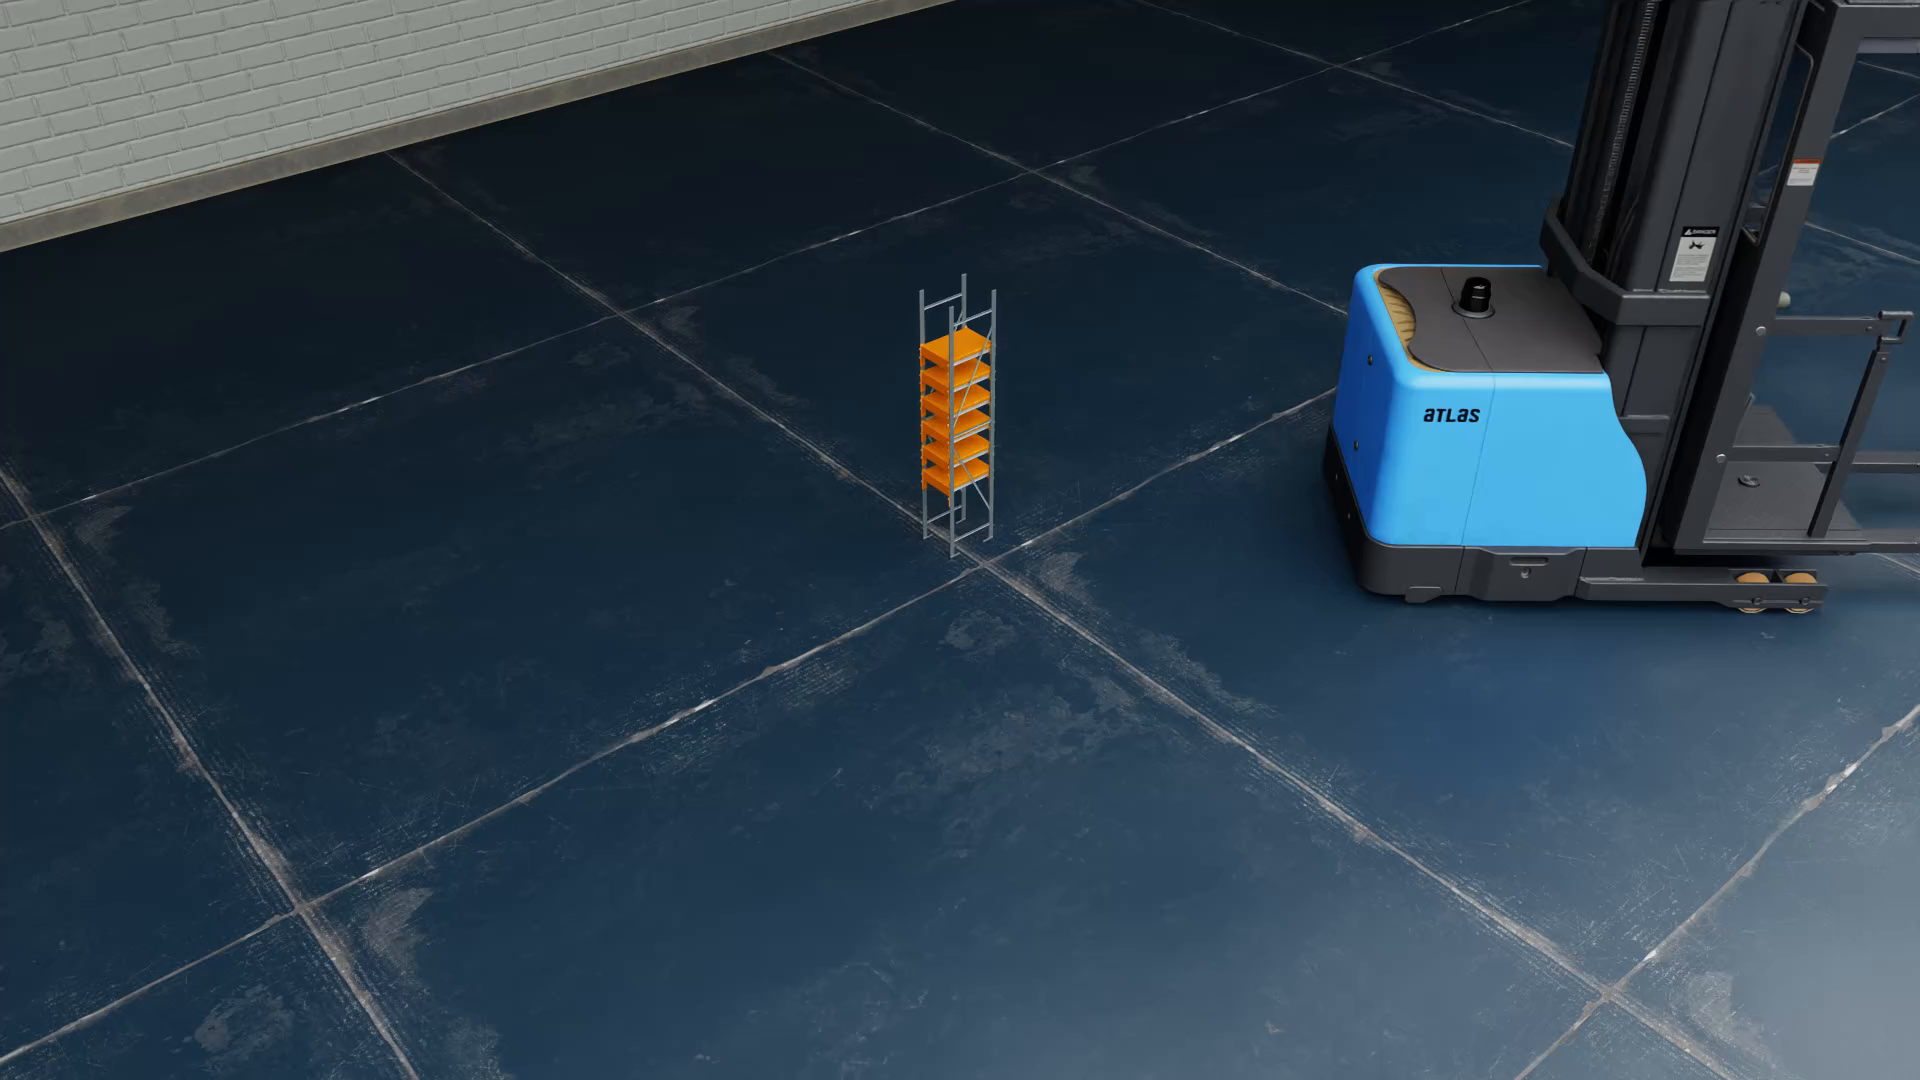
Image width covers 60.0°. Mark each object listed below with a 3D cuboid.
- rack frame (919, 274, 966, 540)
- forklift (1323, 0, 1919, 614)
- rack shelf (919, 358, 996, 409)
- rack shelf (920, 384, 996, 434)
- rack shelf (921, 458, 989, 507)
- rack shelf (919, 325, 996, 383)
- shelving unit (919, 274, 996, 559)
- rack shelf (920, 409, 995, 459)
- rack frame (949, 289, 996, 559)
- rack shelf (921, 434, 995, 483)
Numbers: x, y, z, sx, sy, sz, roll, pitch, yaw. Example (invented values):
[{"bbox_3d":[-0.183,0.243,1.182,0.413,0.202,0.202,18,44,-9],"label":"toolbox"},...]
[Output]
[{"bbox_3d":[-0.068,-0.536,6.969,0.240,1.200,0.006,-26,43,-32],"label":"rack frame"},{"bbox_3d":[3.164,-1.206,6.417,3.031,2.935,1.130,0,35,1],"label":"forklift"},{"bbox_3d":[-0.009,-0.656,6.799,0.258,0.103,0.180,-26,43,-32],"label":"rack shelf"},{"bbox_3d":[-0.009,-0.558,6.869,0.258,0.103,0.180,-26,43,-32],"label":"rack shelf"},{"bbox_3d":[-0.009,-0.264,7.077,0.258,0.103,0.180,-26,43,-32],"label":"rack shelf"},{"bbox_3d":[-0.009,-0.754,6.730,0.258,0.103,0.180,-26,43,-32],"label":"rack shelf"},{"bbox_3d":[-0.009,-0.496,6.912,0.258,1.200,0.189,-26,43,-32],"label":"shelving unit"},{"bbox_3d":[-0.009,-0.460,6.938,0.258,0.103,0.180,-26,43,-32],"label":"rack shelf"},{"bbox_3d":[0.050,-0.456,6.855,0.240,1.200,0.006,-26,43,-32],"label":"rack frame"},{"bbox_3d":[-0.009,-0.362,7.007,0.258,0.103,0.180,-26,43,-32],"label":"rack shelf"}]
